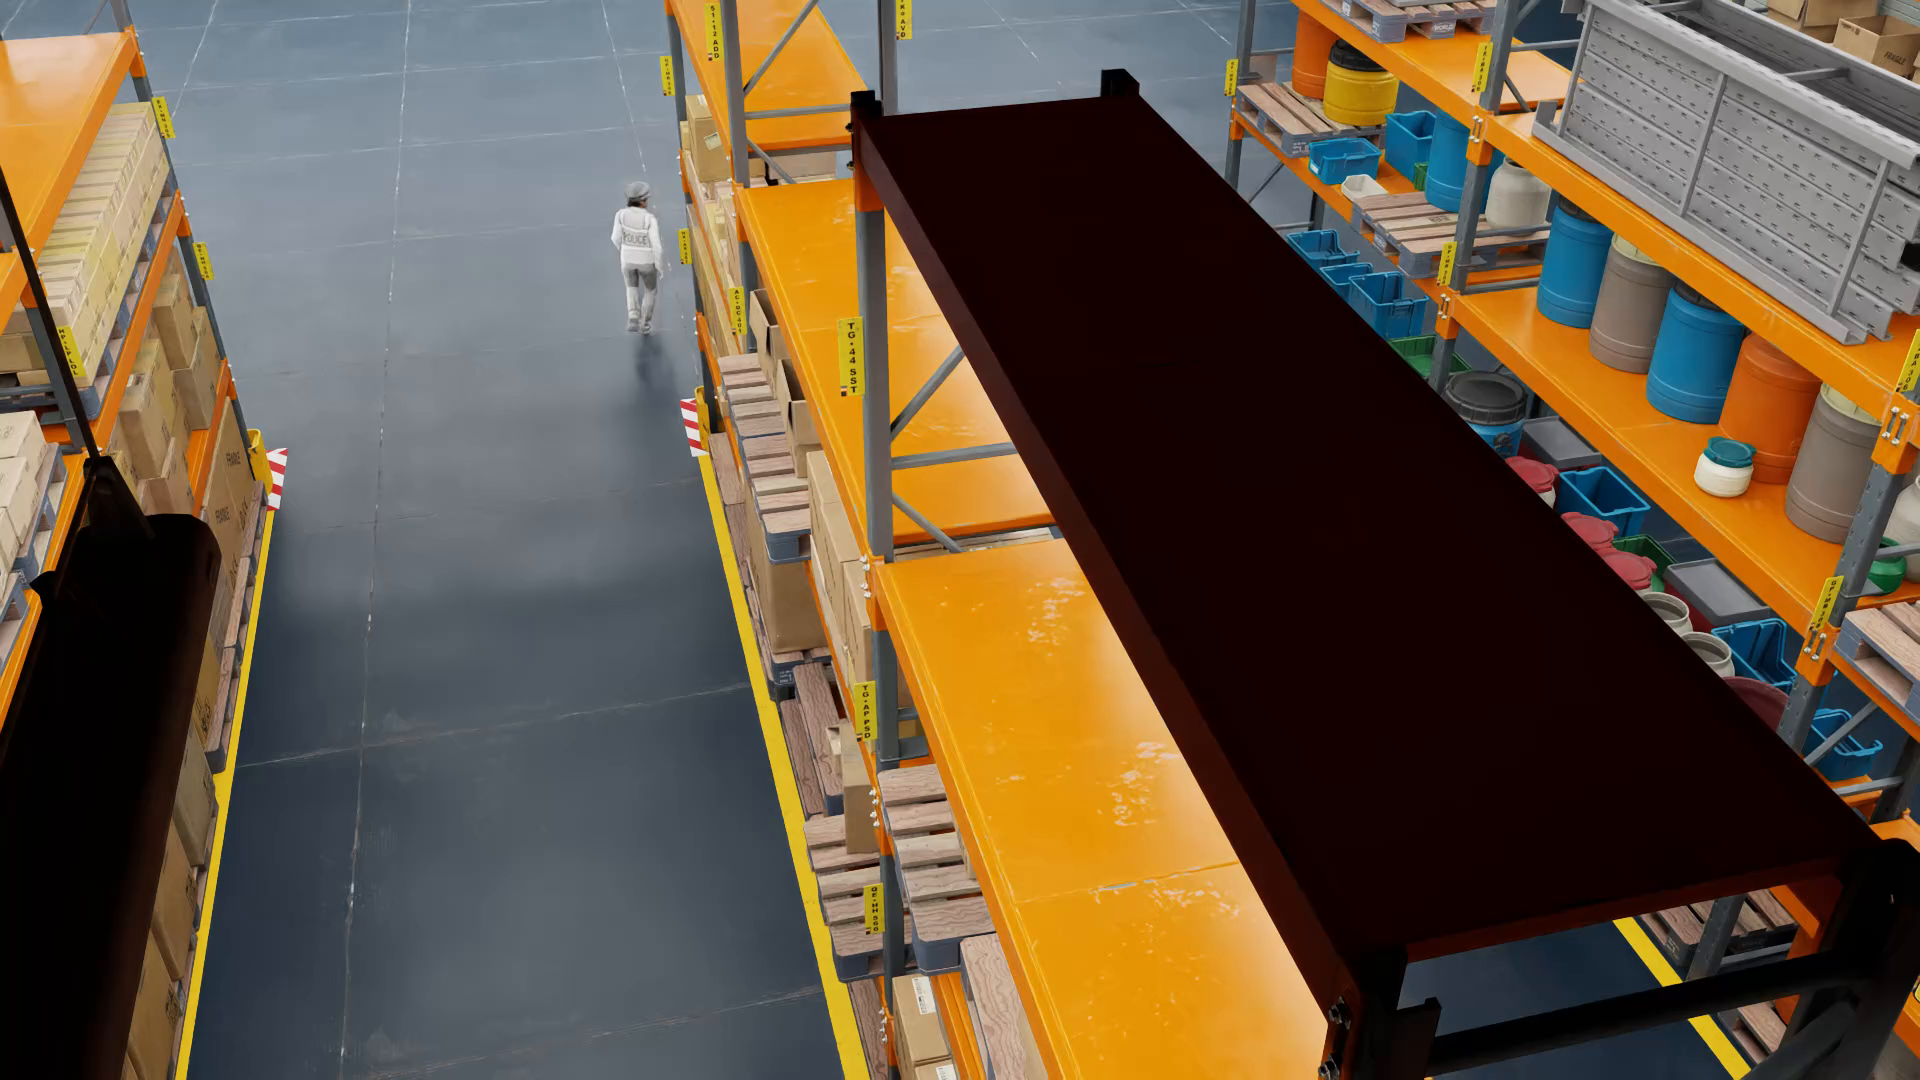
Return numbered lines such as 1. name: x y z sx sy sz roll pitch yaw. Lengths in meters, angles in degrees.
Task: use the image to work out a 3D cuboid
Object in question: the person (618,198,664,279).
1. person: -3.208 -3.073 16.580 0.472 0.969 0.364 4 35 6
